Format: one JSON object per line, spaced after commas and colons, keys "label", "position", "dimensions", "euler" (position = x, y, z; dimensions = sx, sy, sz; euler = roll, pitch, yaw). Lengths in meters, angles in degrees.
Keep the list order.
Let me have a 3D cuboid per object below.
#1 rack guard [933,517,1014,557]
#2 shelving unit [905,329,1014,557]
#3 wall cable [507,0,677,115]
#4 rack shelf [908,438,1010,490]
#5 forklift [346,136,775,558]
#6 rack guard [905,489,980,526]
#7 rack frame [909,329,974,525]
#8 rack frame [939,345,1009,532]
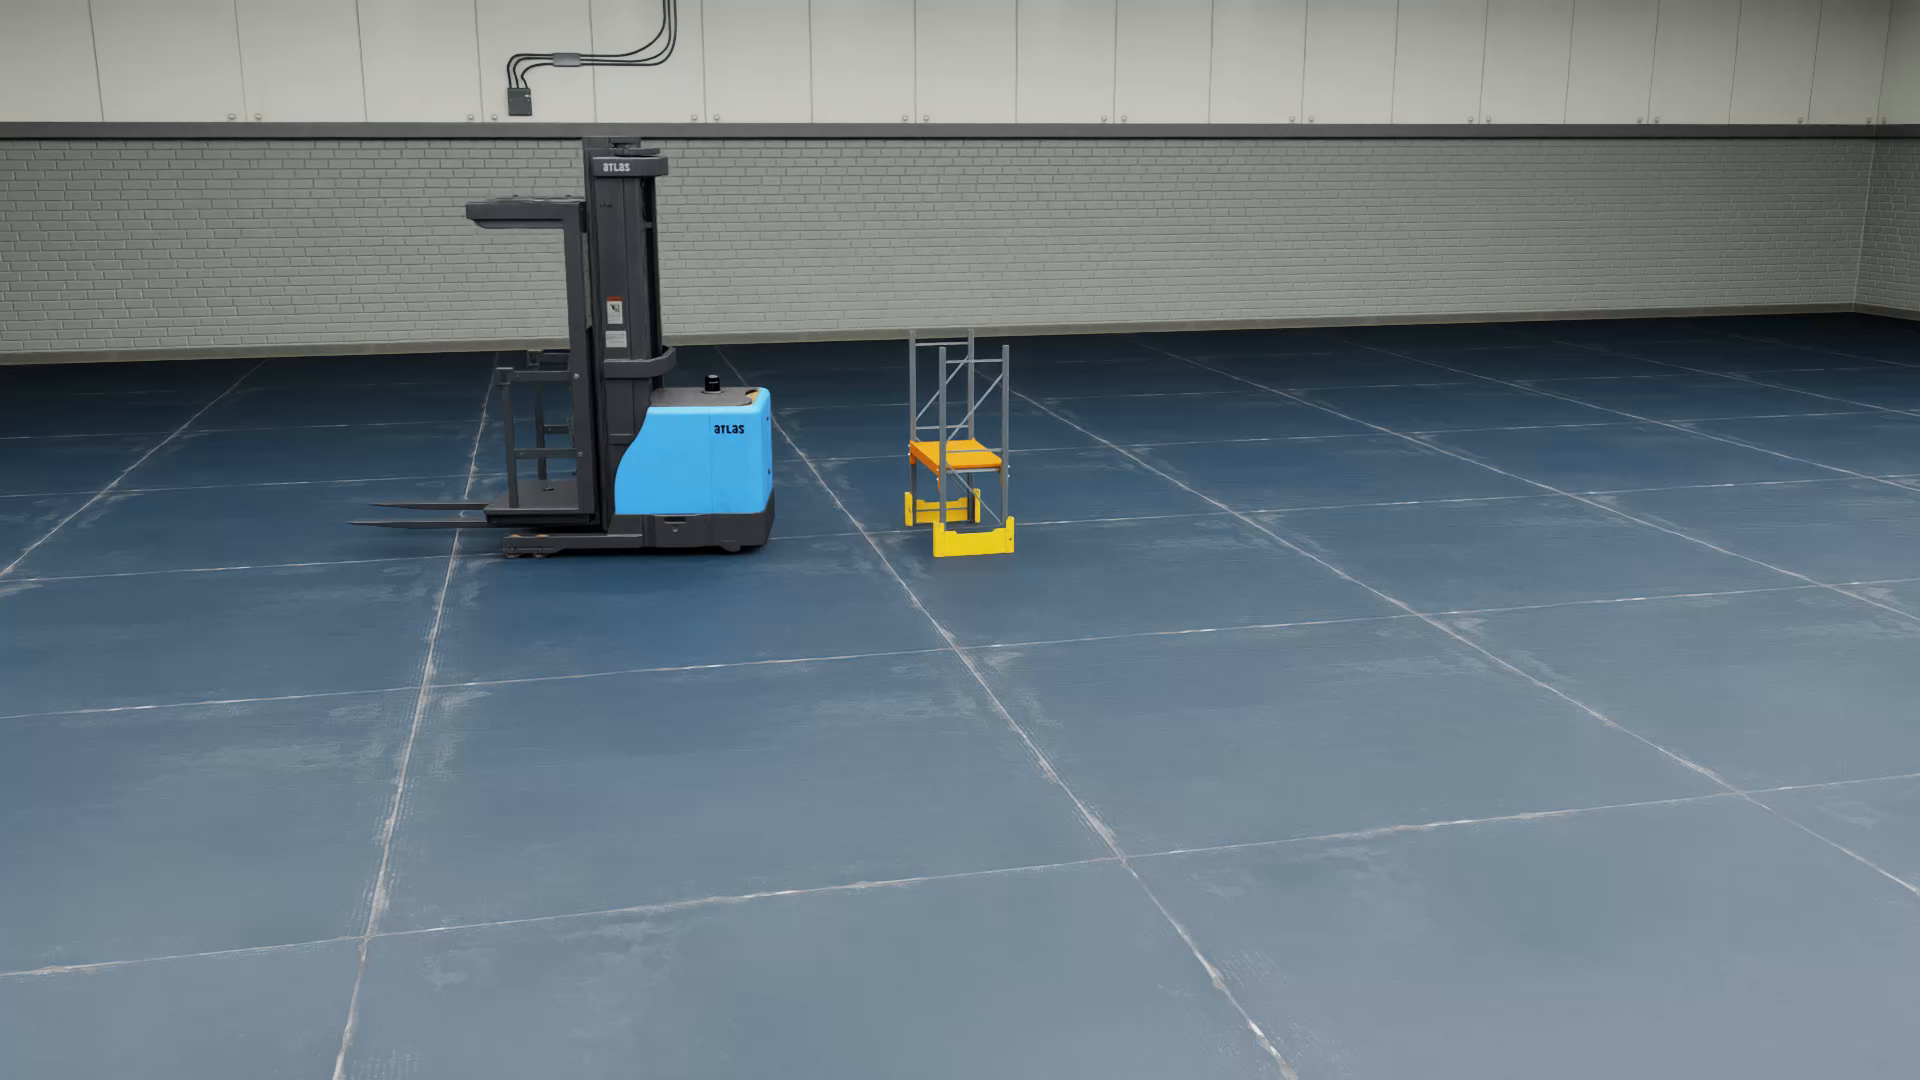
{"label": "rack guard", "position": [0.099, -0.024, 11.999], "dimensions": [0.587, 0.250, 0.087], "euler": [-3, 14, -13]}
{"label": "shelving unit", "position": [-0.018, -0.746, 12.321], "dimensions": [0.587, 1.500, 1.083], "euler": [-3, 14, -13]}
{"label": "wall cable", "position": [-4.993, -8.744, 22.090], "dimensions": [2.305, 6.003, 0.169], "euler": [-3, 14, -13]}
{"label": "rack shelf", "position": [-0.020, -0.574, 12.372], "dimensions": [0.538, 0.185, 1.000], "euler": [-3, 14, -13]}
{"label": "forklift", "position": [-2.931, -1.424, 12.079], "dimensions": [3.031, 2.935, 1.130], "euler": [0, 14, -2]}
{"label": "rack guard", "position": [-0.135, -0.254, 12.940], "dimensions": [0.587, 0.250, 0.087], "euler": [-3, 14, -13]}
{"label": "rack frame", "position": [-0.139, -0.866, 12.810], "dimensions": [0.500, 1.500, 0.032], "euler": [-3, 14, -13]}
{"label": "rack frame", "position": [0.099, -0.631, 11.850], "dimensions": [0.500, 1.500, 0.032], "euler": [-3, 14, -13]}
